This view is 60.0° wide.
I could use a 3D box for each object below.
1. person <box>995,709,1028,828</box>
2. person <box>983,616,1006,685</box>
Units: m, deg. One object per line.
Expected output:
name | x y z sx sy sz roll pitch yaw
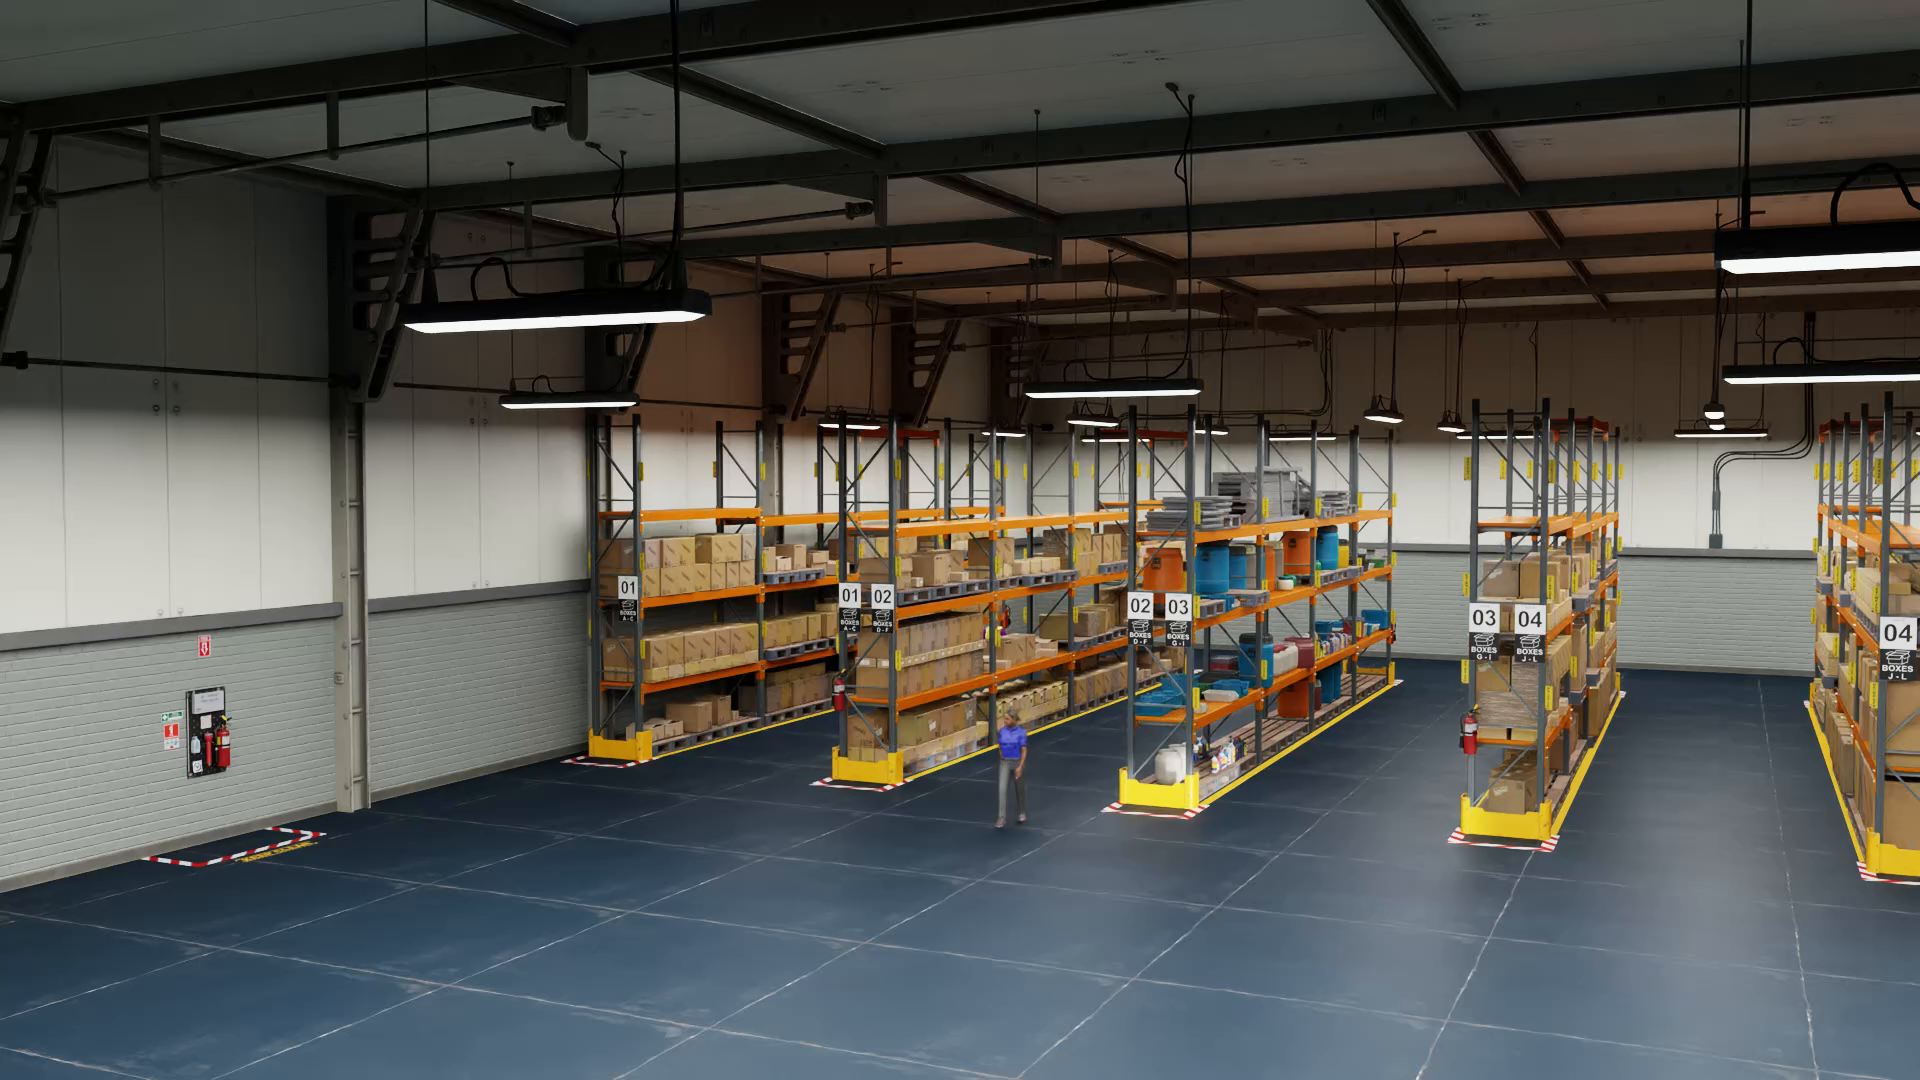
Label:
person | 0.723 3.204 23.451 0.466 1.619 0.945 1 2 19
person | 0.736 2.557 37.779 0.616 1.716 0.966 2 3 33
